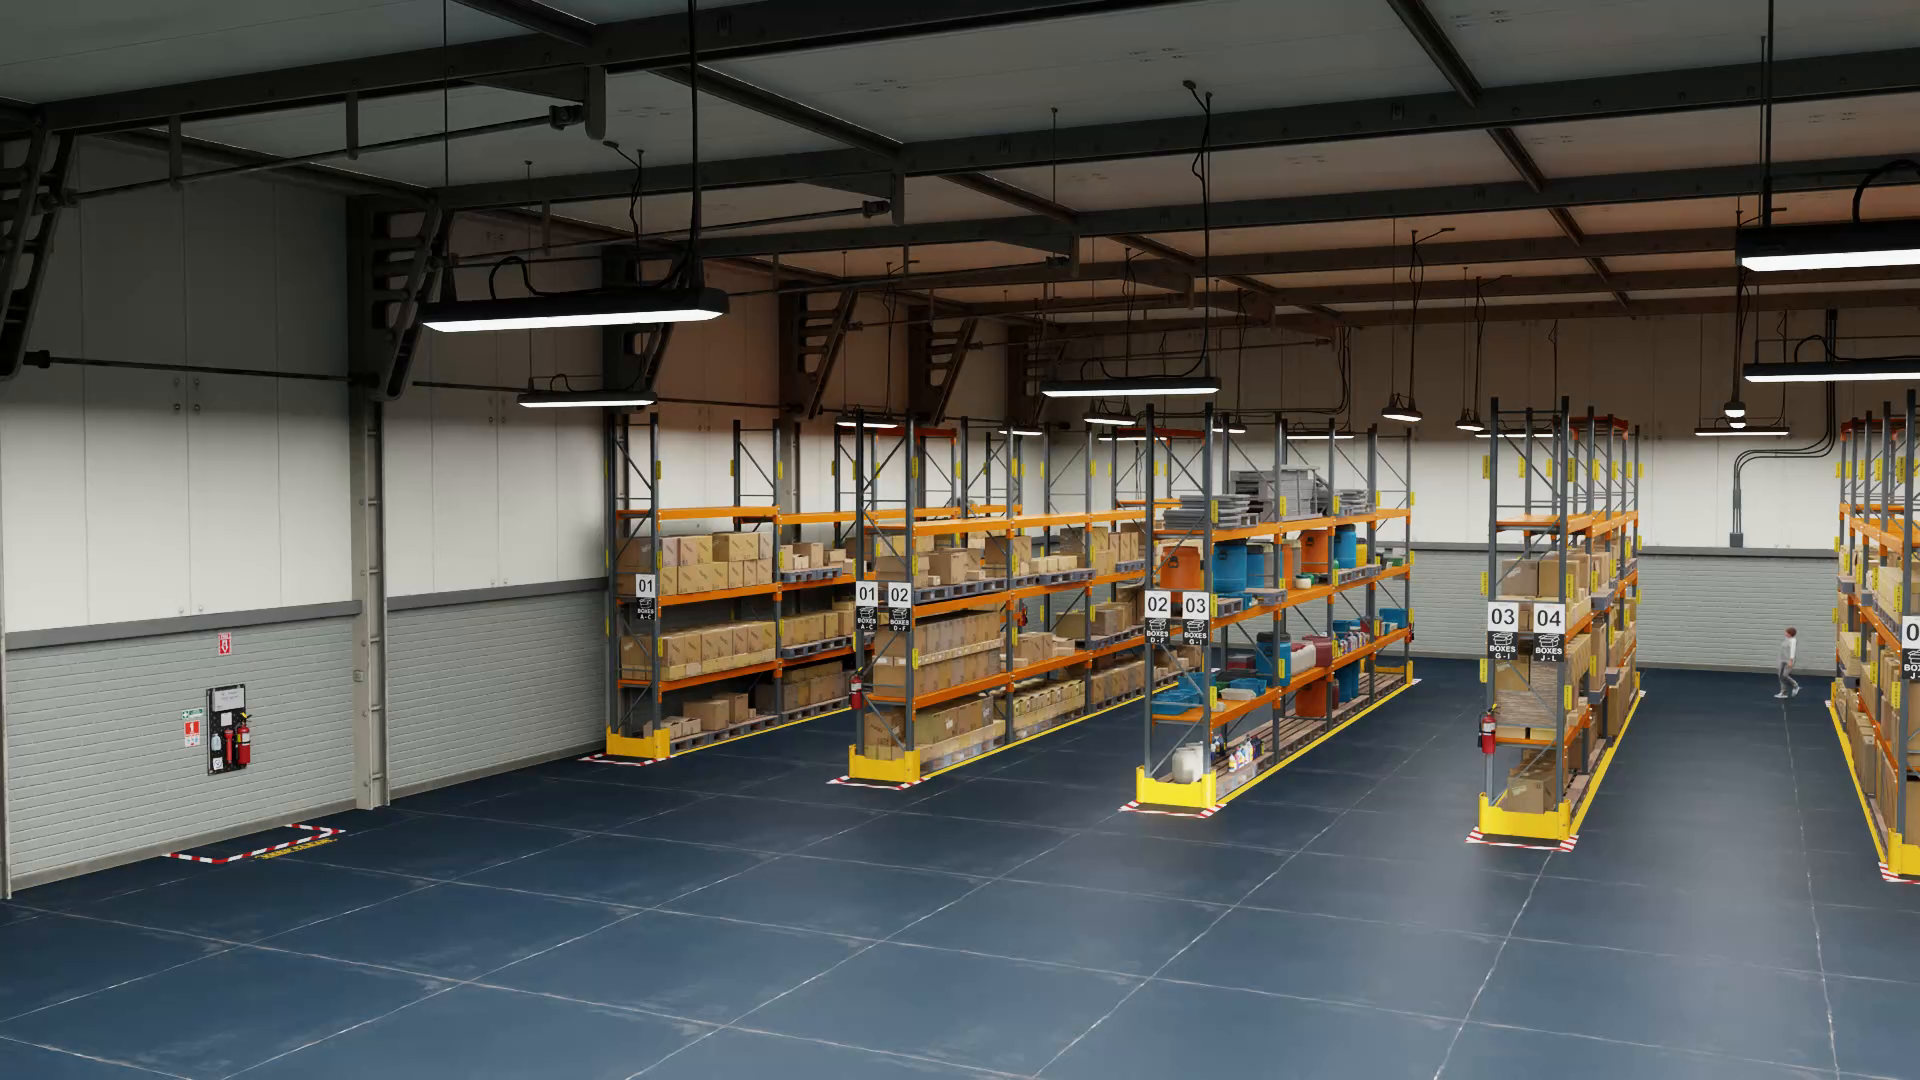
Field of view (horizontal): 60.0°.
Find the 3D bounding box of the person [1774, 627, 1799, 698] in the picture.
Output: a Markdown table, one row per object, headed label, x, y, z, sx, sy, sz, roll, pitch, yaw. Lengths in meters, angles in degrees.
| label | x | y | z | sx | sy | sz | roll | pitch | yaw |
| --- | --- | --- | --- | --- | --- | --- | --- | --- | --- |
| person | 18.036 | 2.671 | 36.179 | 0.458 | 1.577 | 0.468 | -1 | 2 | -12 |
